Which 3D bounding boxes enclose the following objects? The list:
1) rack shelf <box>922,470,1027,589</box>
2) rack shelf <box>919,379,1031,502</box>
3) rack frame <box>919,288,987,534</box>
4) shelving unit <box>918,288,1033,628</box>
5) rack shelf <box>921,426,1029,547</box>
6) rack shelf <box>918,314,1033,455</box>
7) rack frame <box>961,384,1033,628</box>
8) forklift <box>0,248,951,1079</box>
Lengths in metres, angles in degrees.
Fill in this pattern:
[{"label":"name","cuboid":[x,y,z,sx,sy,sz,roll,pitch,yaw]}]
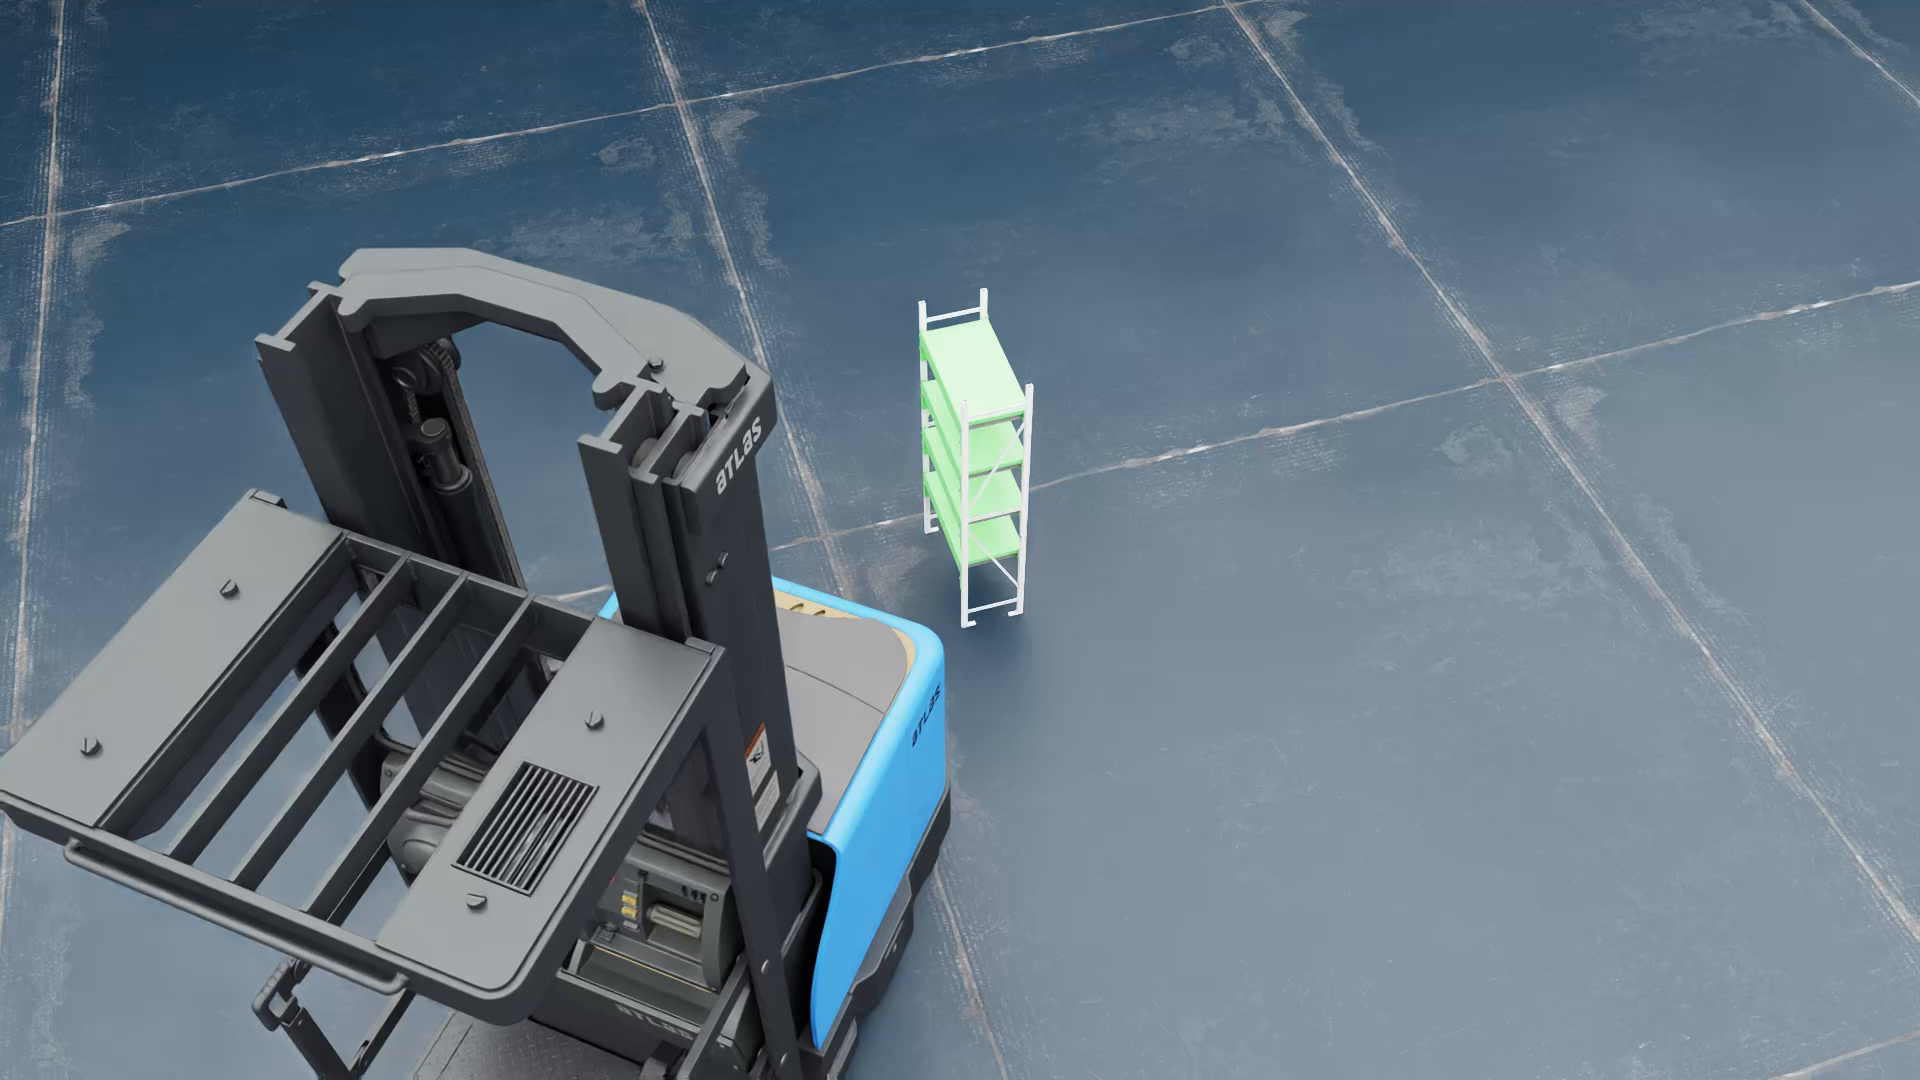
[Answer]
[{"label":"rack shelf","cuboid":[0.049,-0.070,6.211,0.258,0.148,0.480,-13,51,-11]},{"label":"rack shelf","cuboid":[0.049,-0.379,5.844,0.258,0.148,0.480,-13,51,-11]},{"label":"rack frame","cuboid":[-0.023,-0.444,6.129,0.240,1.200,0.015,-13,51,-11]},{"label":"shelving unit","cuboid":[0.049,-0.266,5.979,0.258,1.200,0.503,-13,51,-11]},{"label":"rack shelf","cuboid":[0.049,-0.225,6.028,0.258,0.148,0.480,-13,51,-11]},{"label":"rack shelf","cuboid":[0.049,-0.534,5.661,0.258,0.148,0.480,-13,51,-11]},{"label":"rack frame","cuboid":[0.121,-0.088,5.829,0.240,1.200,0.015,-13,51,-11]},{"label":"forklift","cuboid":[-1.055,0.925,3.843,1.130,2.935,3.031,17,52,14]}]
